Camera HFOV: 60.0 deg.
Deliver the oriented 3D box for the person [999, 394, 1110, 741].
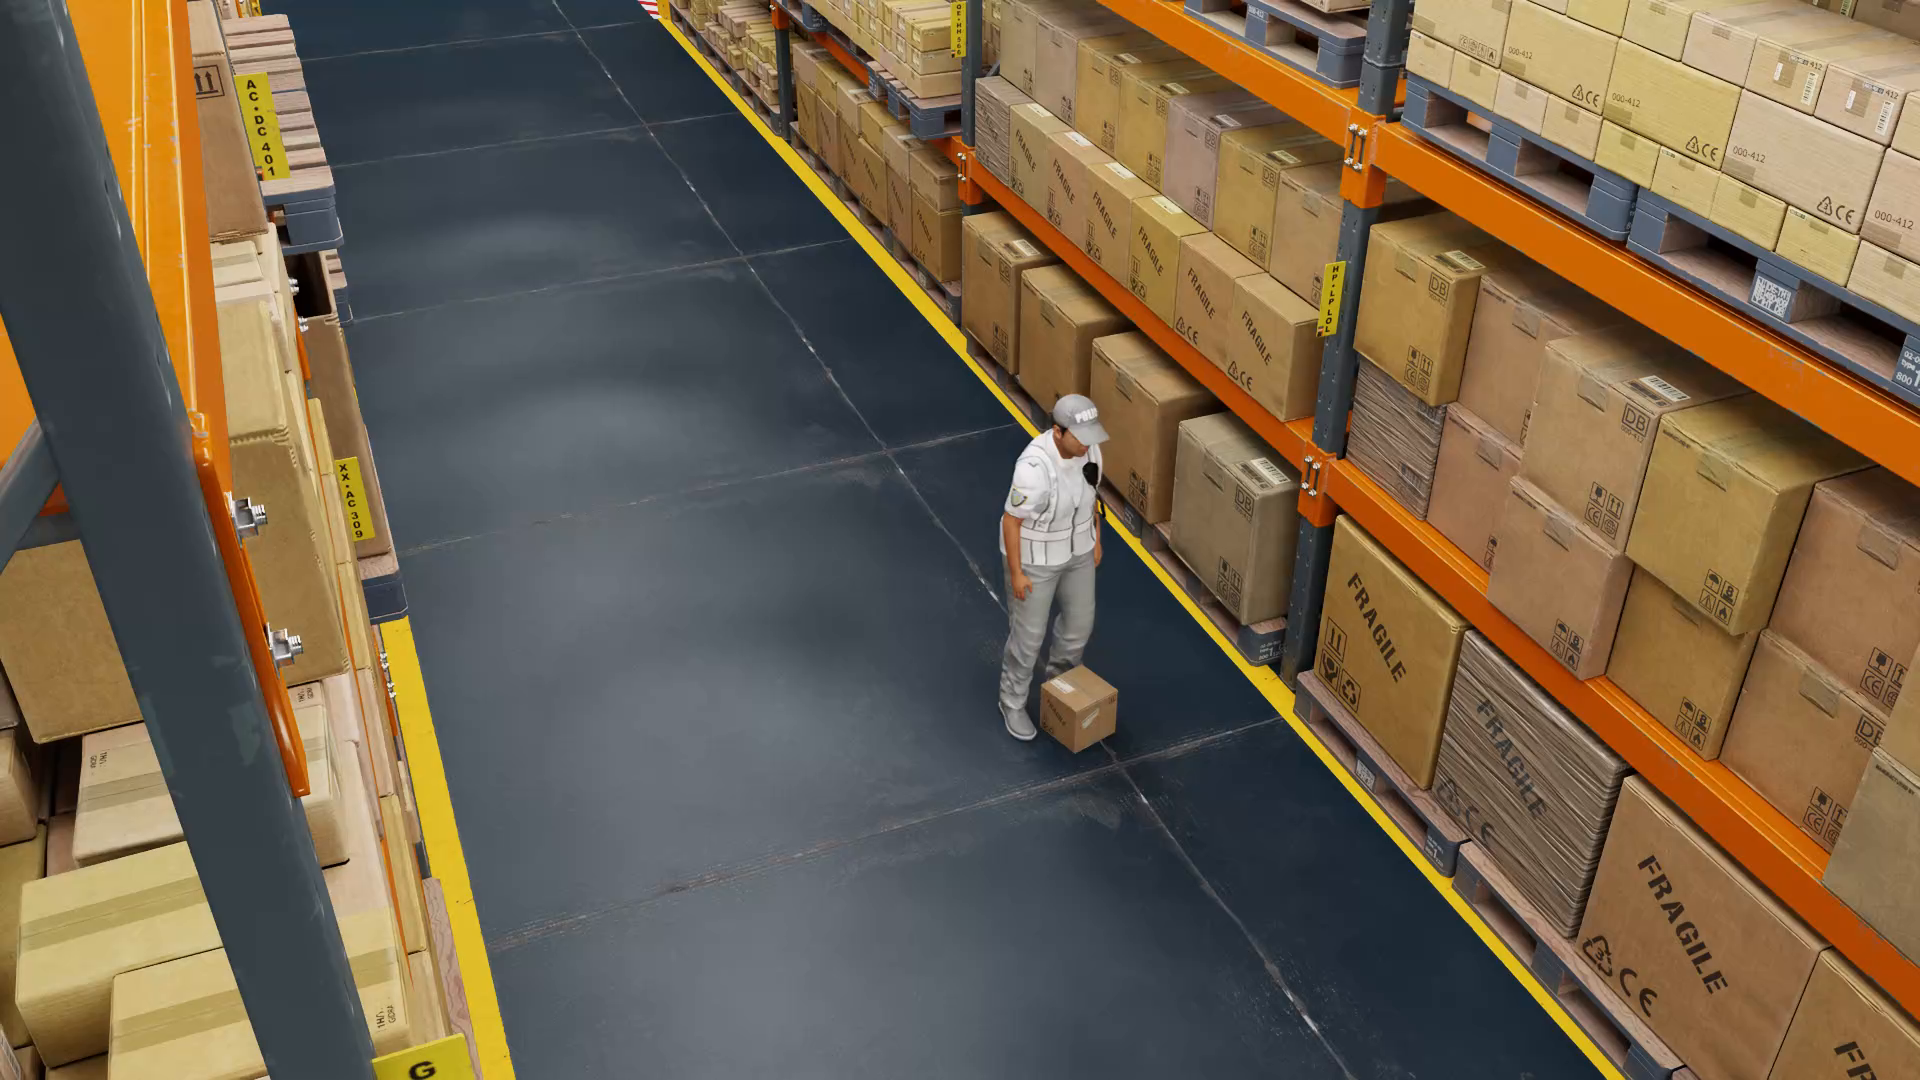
[{"bbox_3d":[0.417,0.086,7.389,0.563,1.665,0.471,-22,40,-30],"label":"person"}]
